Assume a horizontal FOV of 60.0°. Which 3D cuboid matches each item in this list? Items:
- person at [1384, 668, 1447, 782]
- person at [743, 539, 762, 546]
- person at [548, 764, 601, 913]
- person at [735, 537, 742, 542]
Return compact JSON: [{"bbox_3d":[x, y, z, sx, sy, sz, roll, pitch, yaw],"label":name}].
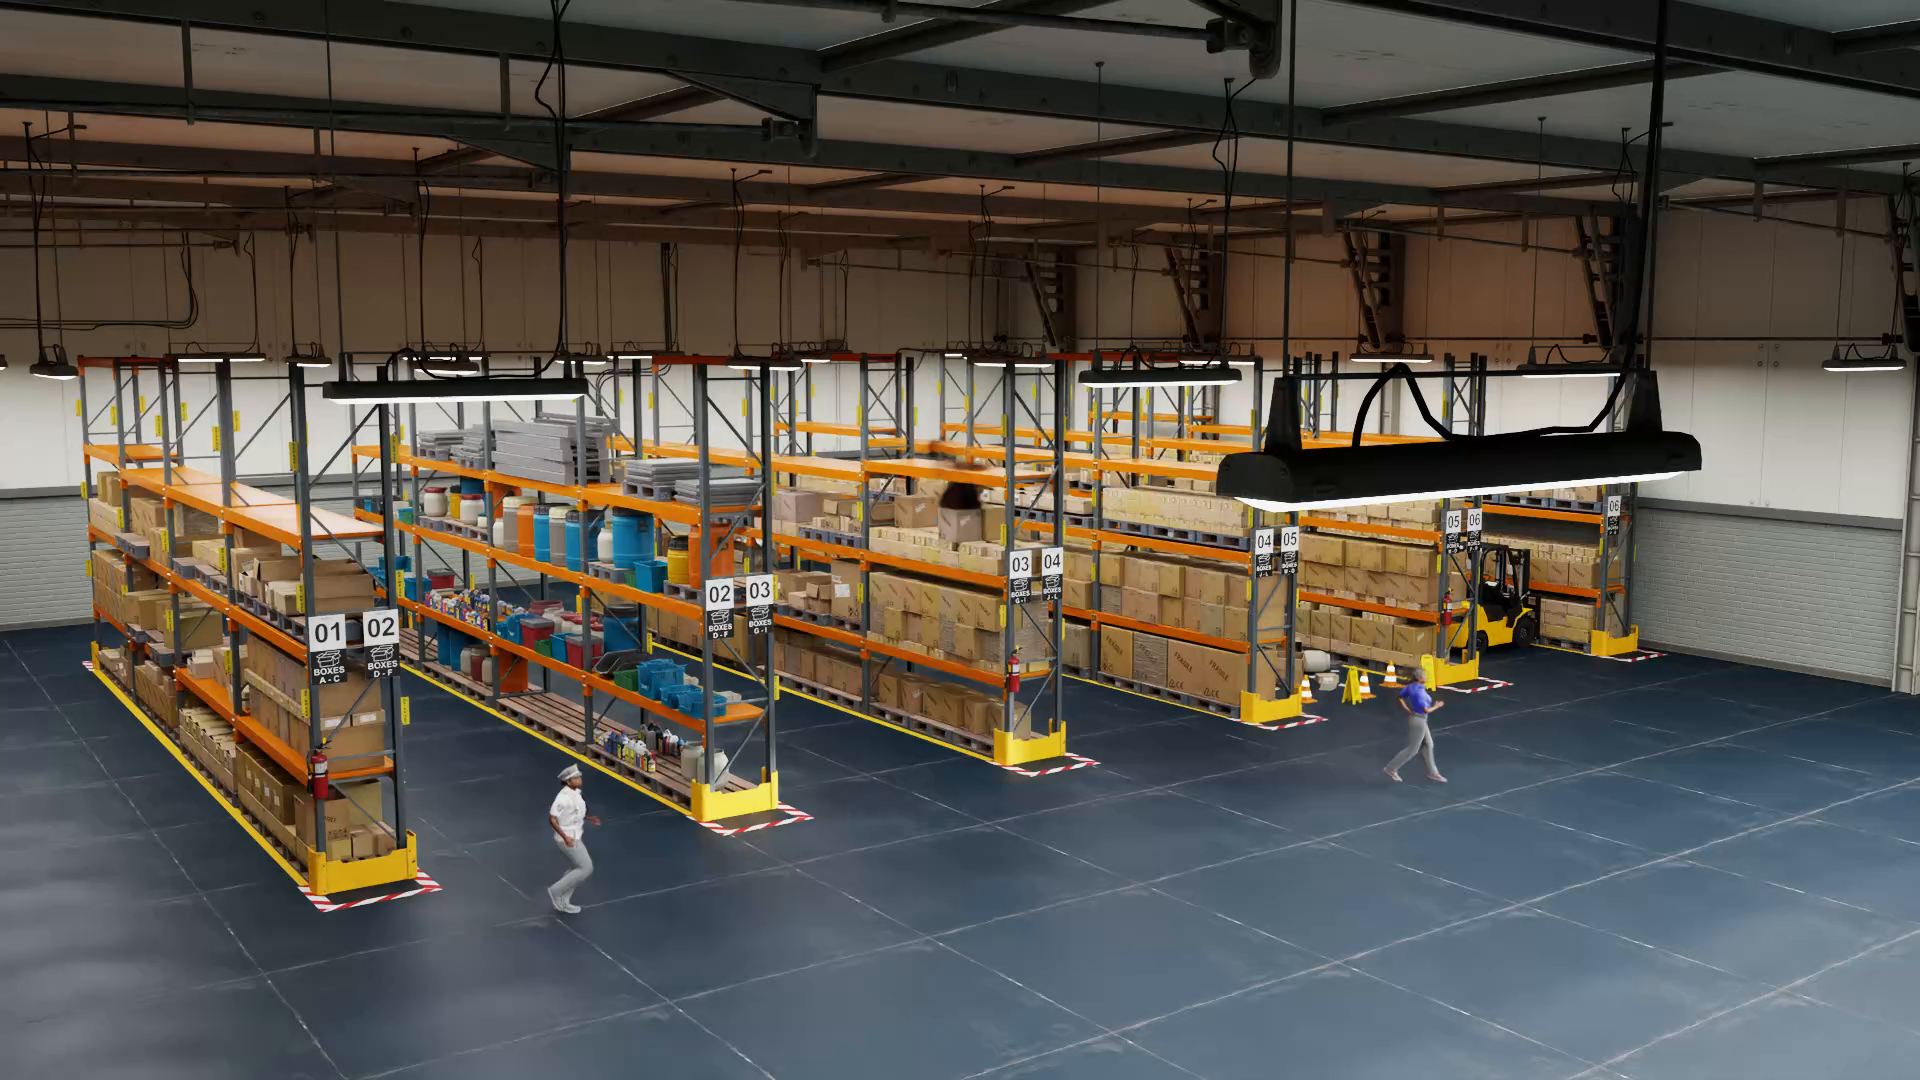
[{"bbox_3d":[6.486,2.630,23.588,0.931,1.656,0.564,0,7,3],"label":"person"},{"bbox_3d":[-5.137,0.544,40.950,0.628,1.700,0.814,3,8,25],"label":"person"},{"bbox_3d":[-4.260,3.289,18.377,0.565,1.669,0.564,0,7,-4],"label":"person"},{"bbox_3d":[-5.288,0.751,39.391,0.605,1.658,0.796,-1,7,-5],"label":"person"}]
